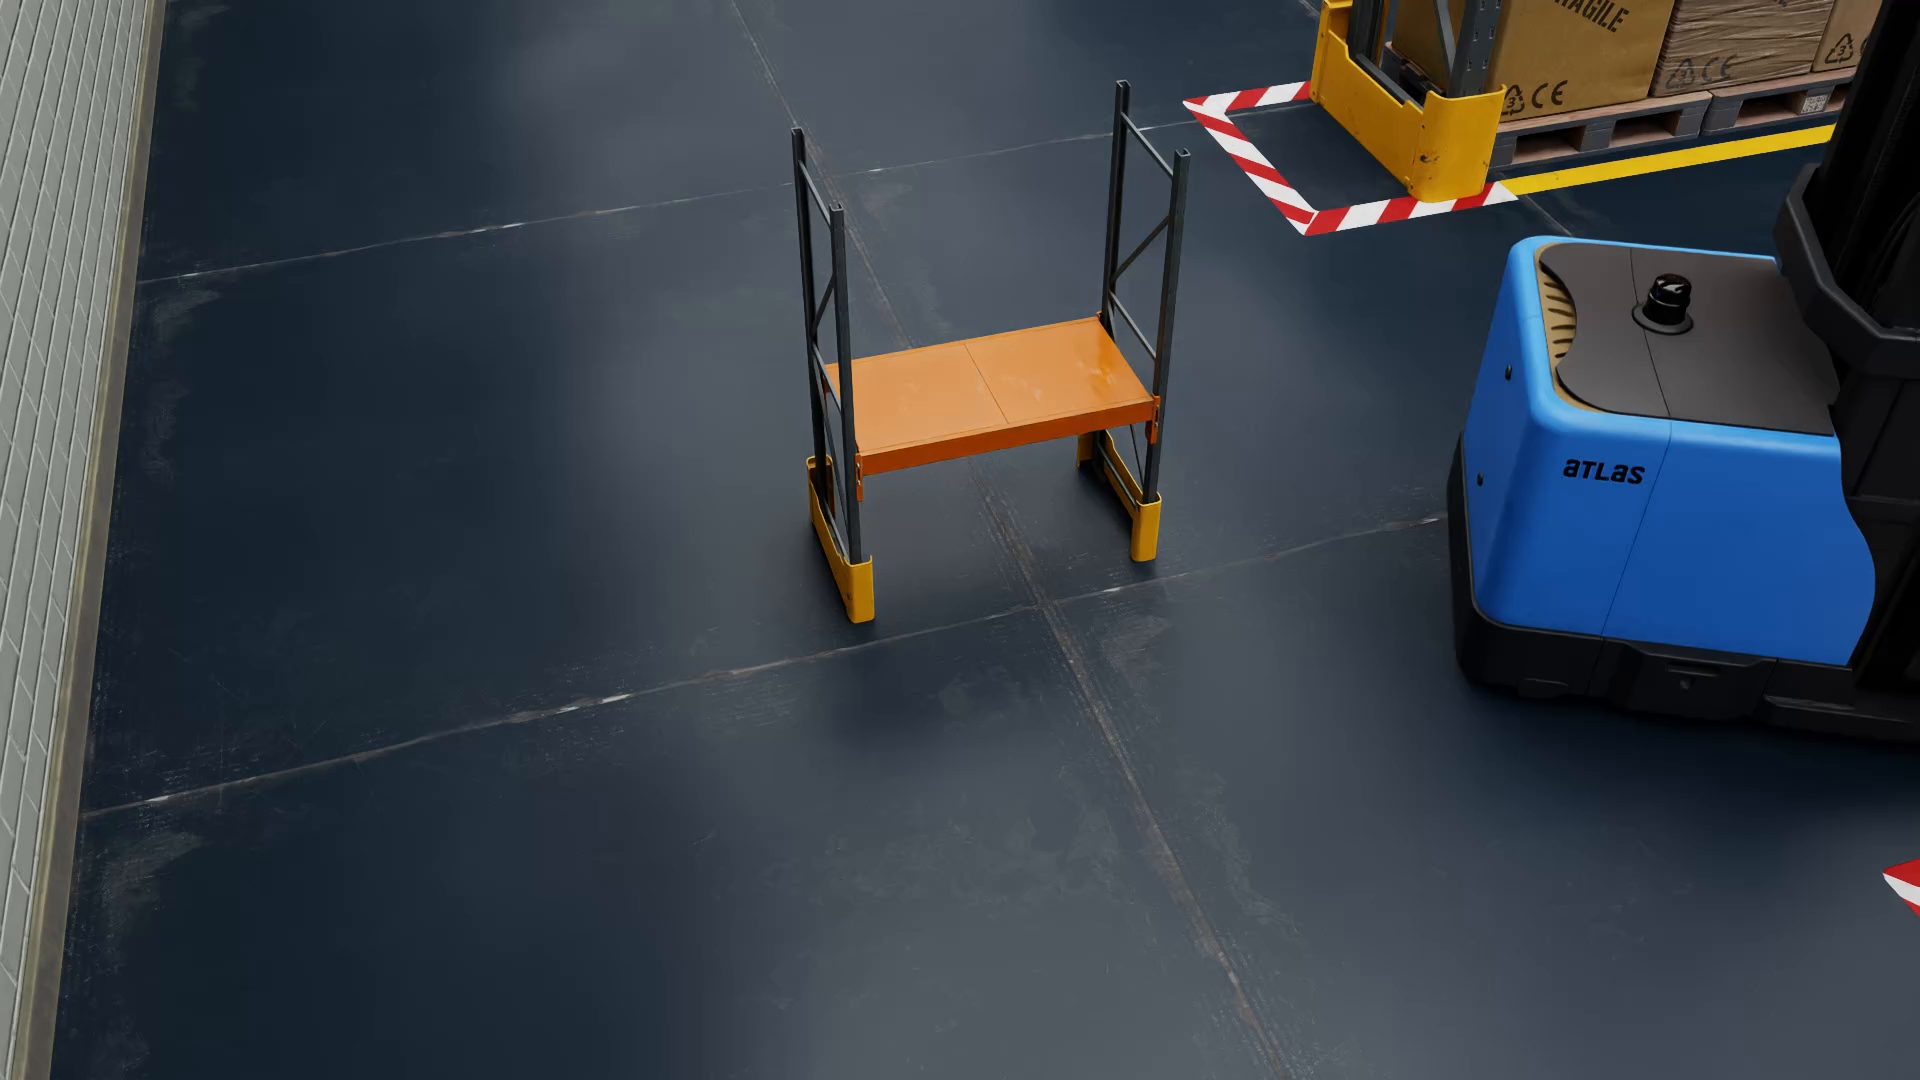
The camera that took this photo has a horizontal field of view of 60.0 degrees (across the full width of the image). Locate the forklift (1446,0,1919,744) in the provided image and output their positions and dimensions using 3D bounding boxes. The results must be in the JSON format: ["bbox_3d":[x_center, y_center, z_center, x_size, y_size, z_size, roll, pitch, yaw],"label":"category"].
[{"bbox_3d":[3.125,-0.778,4.413,3.031,2.935,1.130,7,42,8],"label":"forklift"}]

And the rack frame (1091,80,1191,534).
[{"bbox_3d":[0.566,-0.682,5.391,0.032,1.500,0.500,-12,42,-13],"label":"rack frame"}]

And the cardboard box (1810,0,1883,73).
[{"bbox_3d":[4.387,-2.931,8.121,0.875,0.875,0.875,-12,42,-13],"label":"cardboard box"}]

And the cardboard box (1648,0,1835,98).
[{"bbox_3d":[3.538,-2.755,7.920,0.875,0.875,0.875,-12,42,-13],"label":"cardboard box"}]

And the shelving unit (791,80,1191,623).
[{"bbox_3d":[0.073,-0.580,5.274,1.083,1.500,0.587,-12,42,-13],"label":"shelving unit"}]

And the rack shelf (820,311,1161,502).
[{"bbox_3d":[0.081,-0.446,5.394,1.000,0.185,0.538,-12,42,-13],"label":"rack shelf"}]

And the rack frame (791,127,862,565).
[{"bbox_3d":[-0.403,-0.481,5.161,0.032,1.500,0.500,-12,42,-13],"label":"rack frame"}]

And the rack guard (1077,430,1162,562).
[{"bbox_3d":[0.548,-0.208,5.798,0.087,0.250,0.587,-12,42,-13],"label":"rack guard"}]

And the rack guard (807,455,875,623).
[{"bbox_3d":[-0.402,-0.011,5.572,0.087,0.250,0.587,-12,42,-13],"label":"rack guard"}]

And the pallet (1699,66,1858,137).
[{"bbox_3d":[3.985,-2.437,8.378,1.213,0.211,1.003,-12,42,-13],"label":"pallet"}]

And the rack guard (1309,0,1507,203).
[{"bbox_3d":[2.061,-2.095,7.768,0.348,0.500,1.175,-12,42,-13],"label":"rack guard"}]

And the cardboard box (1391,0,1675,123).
[{"bbox_3d":[2.670,-2.576,7.714,0.875,0.875,0.875,-12,42,-13],"label":"cardboard box"}]

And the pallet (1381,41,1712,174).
[{"bbox_3d":[2.823,-2.198,8.105,1.213,0.211,1.003,-12,42,-13],"label":"pallet"}]

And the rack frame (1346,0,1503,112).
[{"bbox_3d":[2.084,-3.041,6.951,0.127,3.000,1.000,-12,42,-13],"label":"rack frame"}]
